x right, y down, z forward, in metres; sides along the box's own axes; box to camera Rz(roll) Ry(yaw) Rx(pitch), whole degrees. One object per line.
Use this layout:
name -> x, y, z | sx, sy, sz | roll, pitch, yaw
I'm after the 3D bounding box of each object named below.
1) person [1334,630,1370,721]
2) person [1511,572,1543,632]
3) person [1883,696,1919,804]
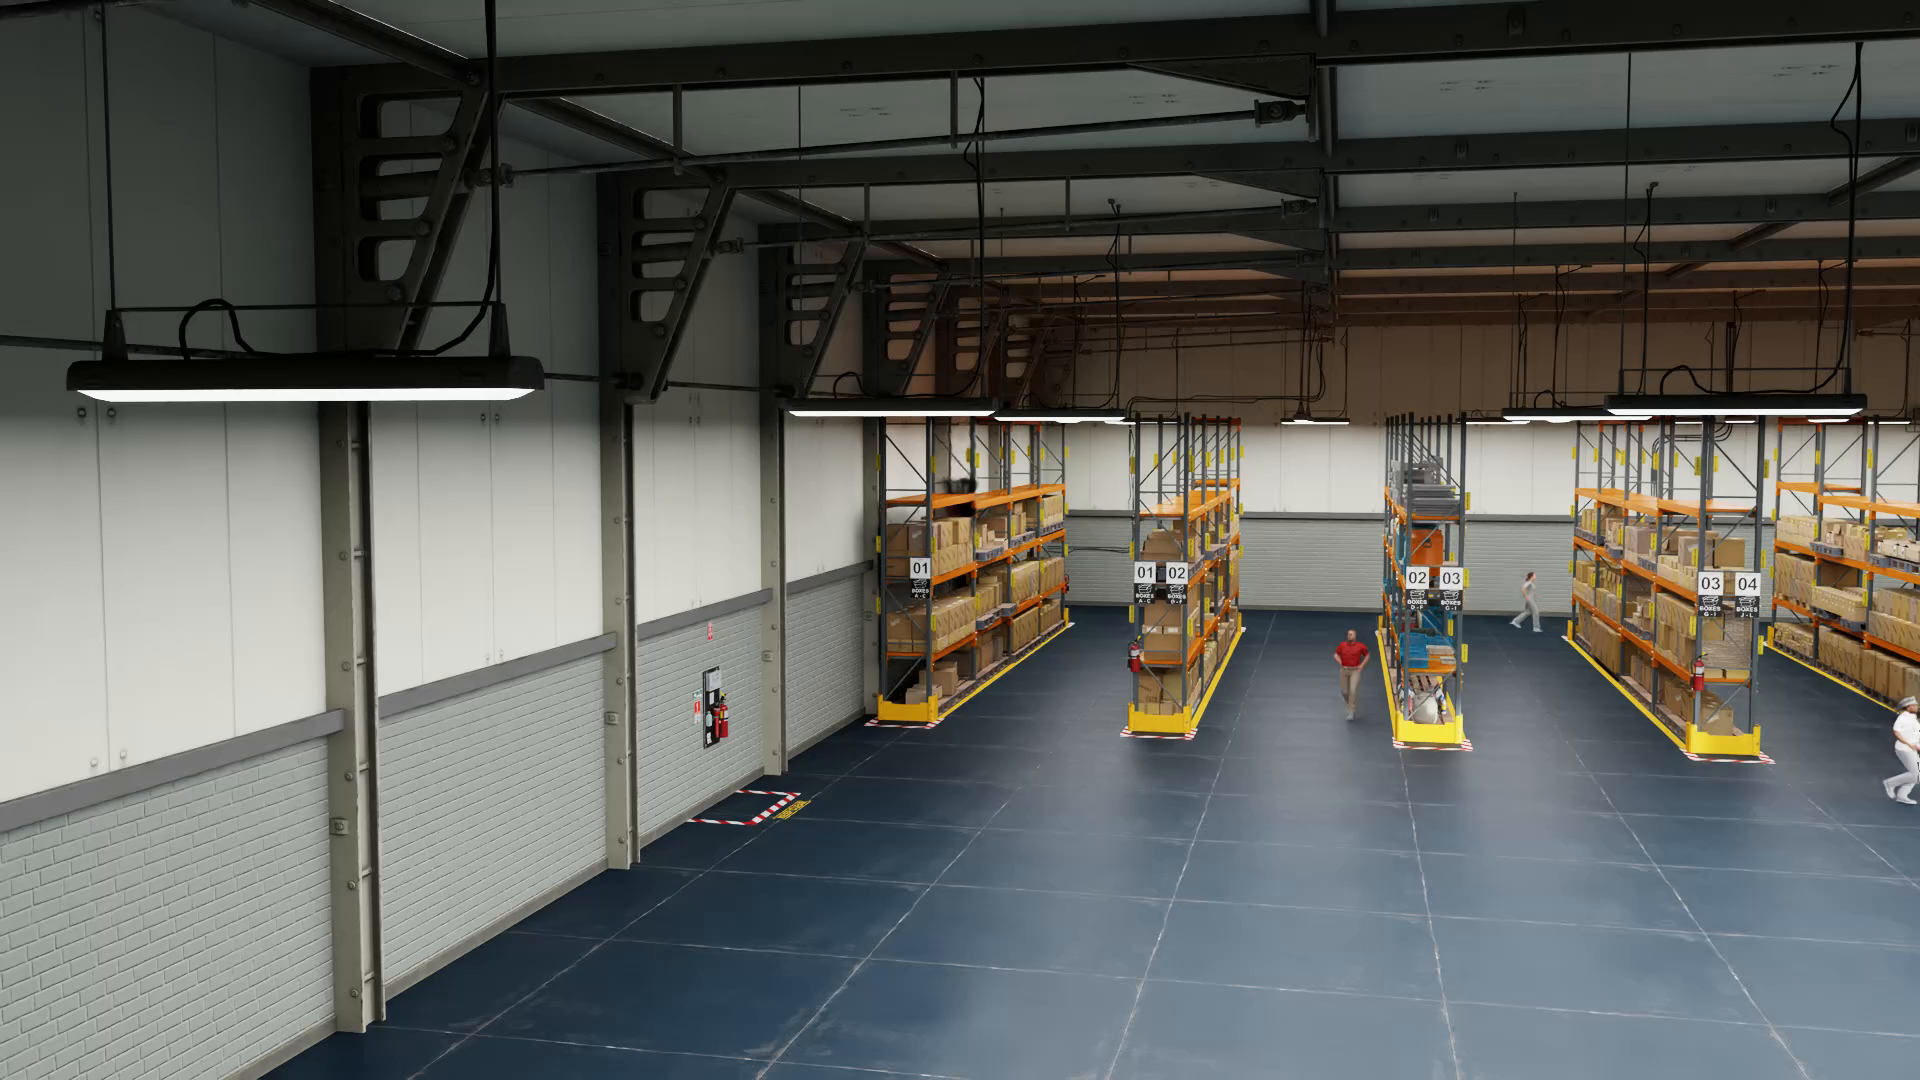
person -> 7.693, 2.637, 32.833 | 0.668, 1.736, 0.858 | 2, 4, 31
person -> 15.972, 1.748, 46.743 | 0.885, 1.711, 0.573 | 2, 4, 23
person -> 14.404, 3.185, 25.296 | 0.549, 1.649, 0.555 | 4, 5, 43
